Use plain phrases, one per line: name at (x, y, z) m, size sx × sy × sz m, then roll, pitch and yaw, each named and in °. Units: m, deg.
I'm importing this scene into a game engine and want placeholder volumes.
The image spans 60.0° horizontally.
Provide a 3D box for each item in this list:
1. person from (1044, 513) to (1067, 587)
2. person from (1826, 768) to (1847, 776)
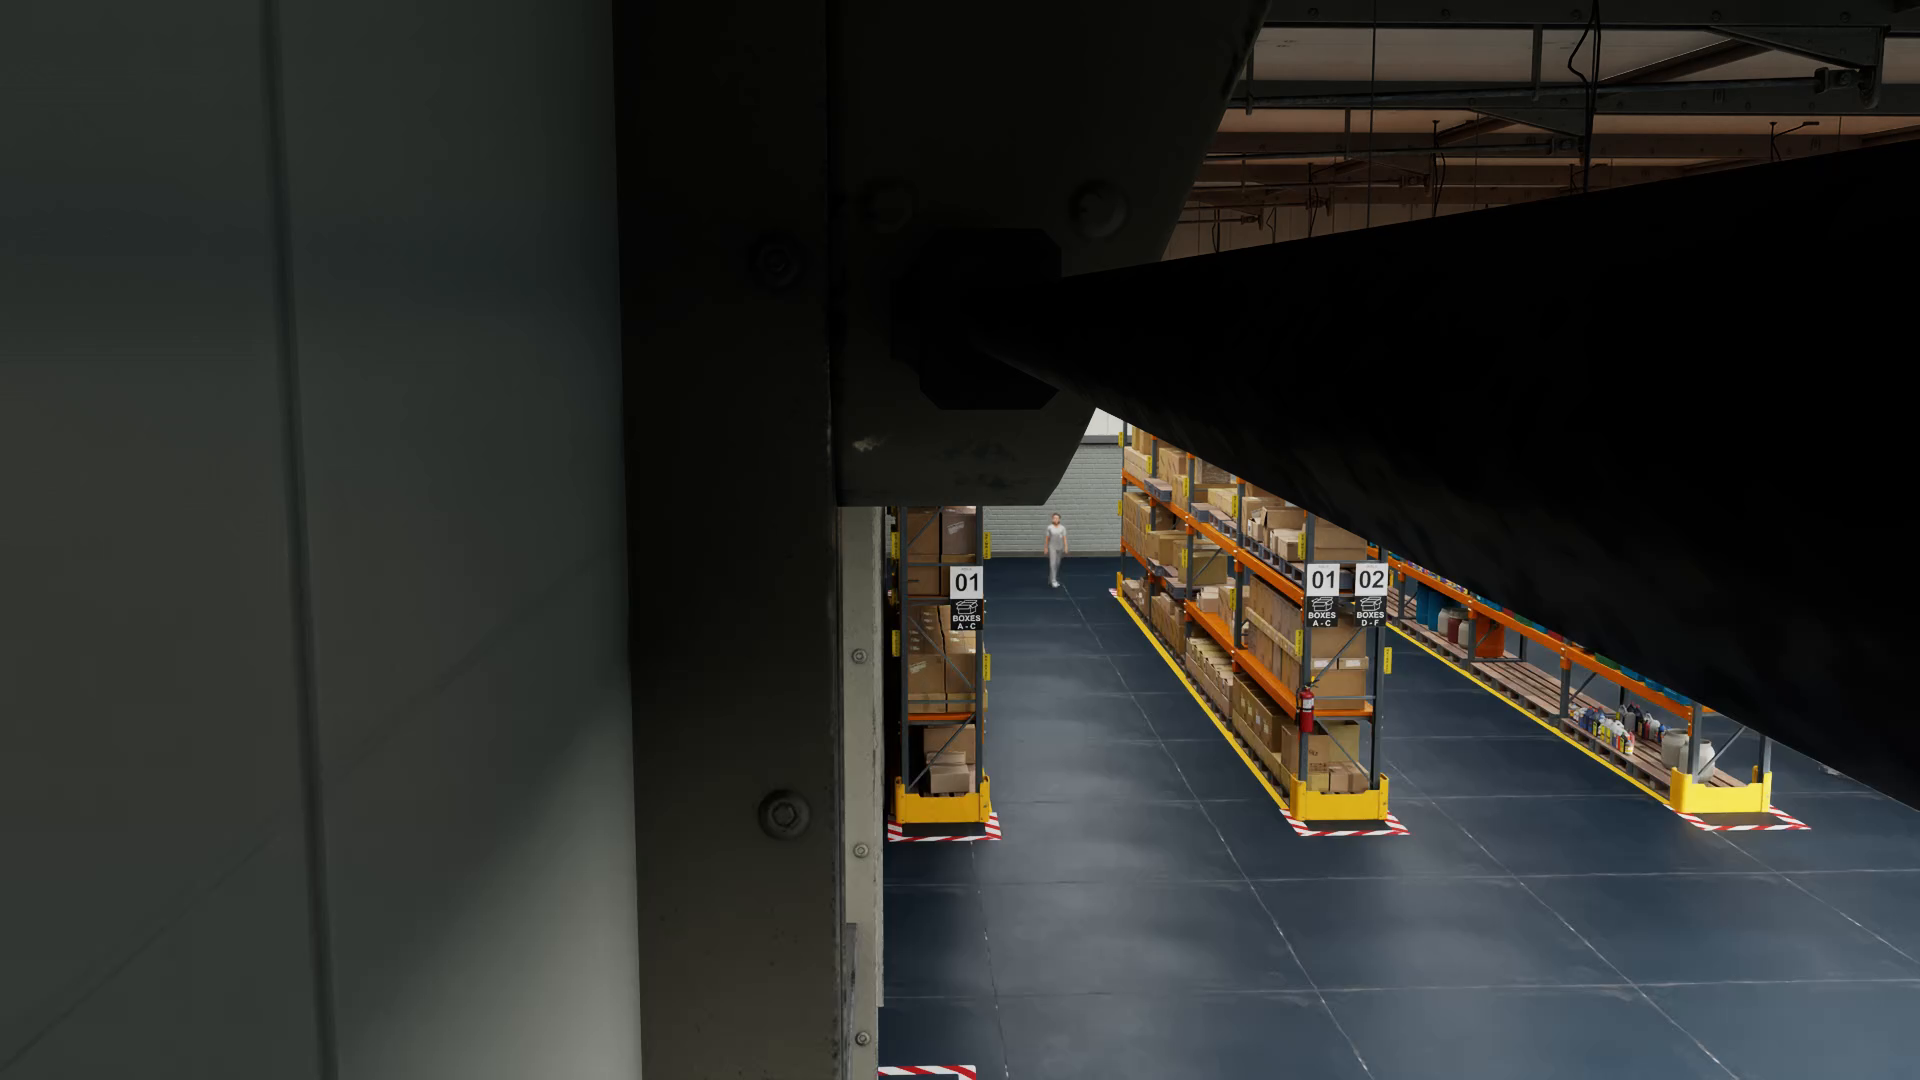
person at (2.215, 0.234, 37.638) m, size 0.497 × 1.667 × 0.629 m, roll -4°, pitch 9°, yaw -28°
person at (12.022, 2.384, 22.486) m, size 0.503 × 1.710 × 0.583 m, roll 1°, pitch 8°, yaw 7°
